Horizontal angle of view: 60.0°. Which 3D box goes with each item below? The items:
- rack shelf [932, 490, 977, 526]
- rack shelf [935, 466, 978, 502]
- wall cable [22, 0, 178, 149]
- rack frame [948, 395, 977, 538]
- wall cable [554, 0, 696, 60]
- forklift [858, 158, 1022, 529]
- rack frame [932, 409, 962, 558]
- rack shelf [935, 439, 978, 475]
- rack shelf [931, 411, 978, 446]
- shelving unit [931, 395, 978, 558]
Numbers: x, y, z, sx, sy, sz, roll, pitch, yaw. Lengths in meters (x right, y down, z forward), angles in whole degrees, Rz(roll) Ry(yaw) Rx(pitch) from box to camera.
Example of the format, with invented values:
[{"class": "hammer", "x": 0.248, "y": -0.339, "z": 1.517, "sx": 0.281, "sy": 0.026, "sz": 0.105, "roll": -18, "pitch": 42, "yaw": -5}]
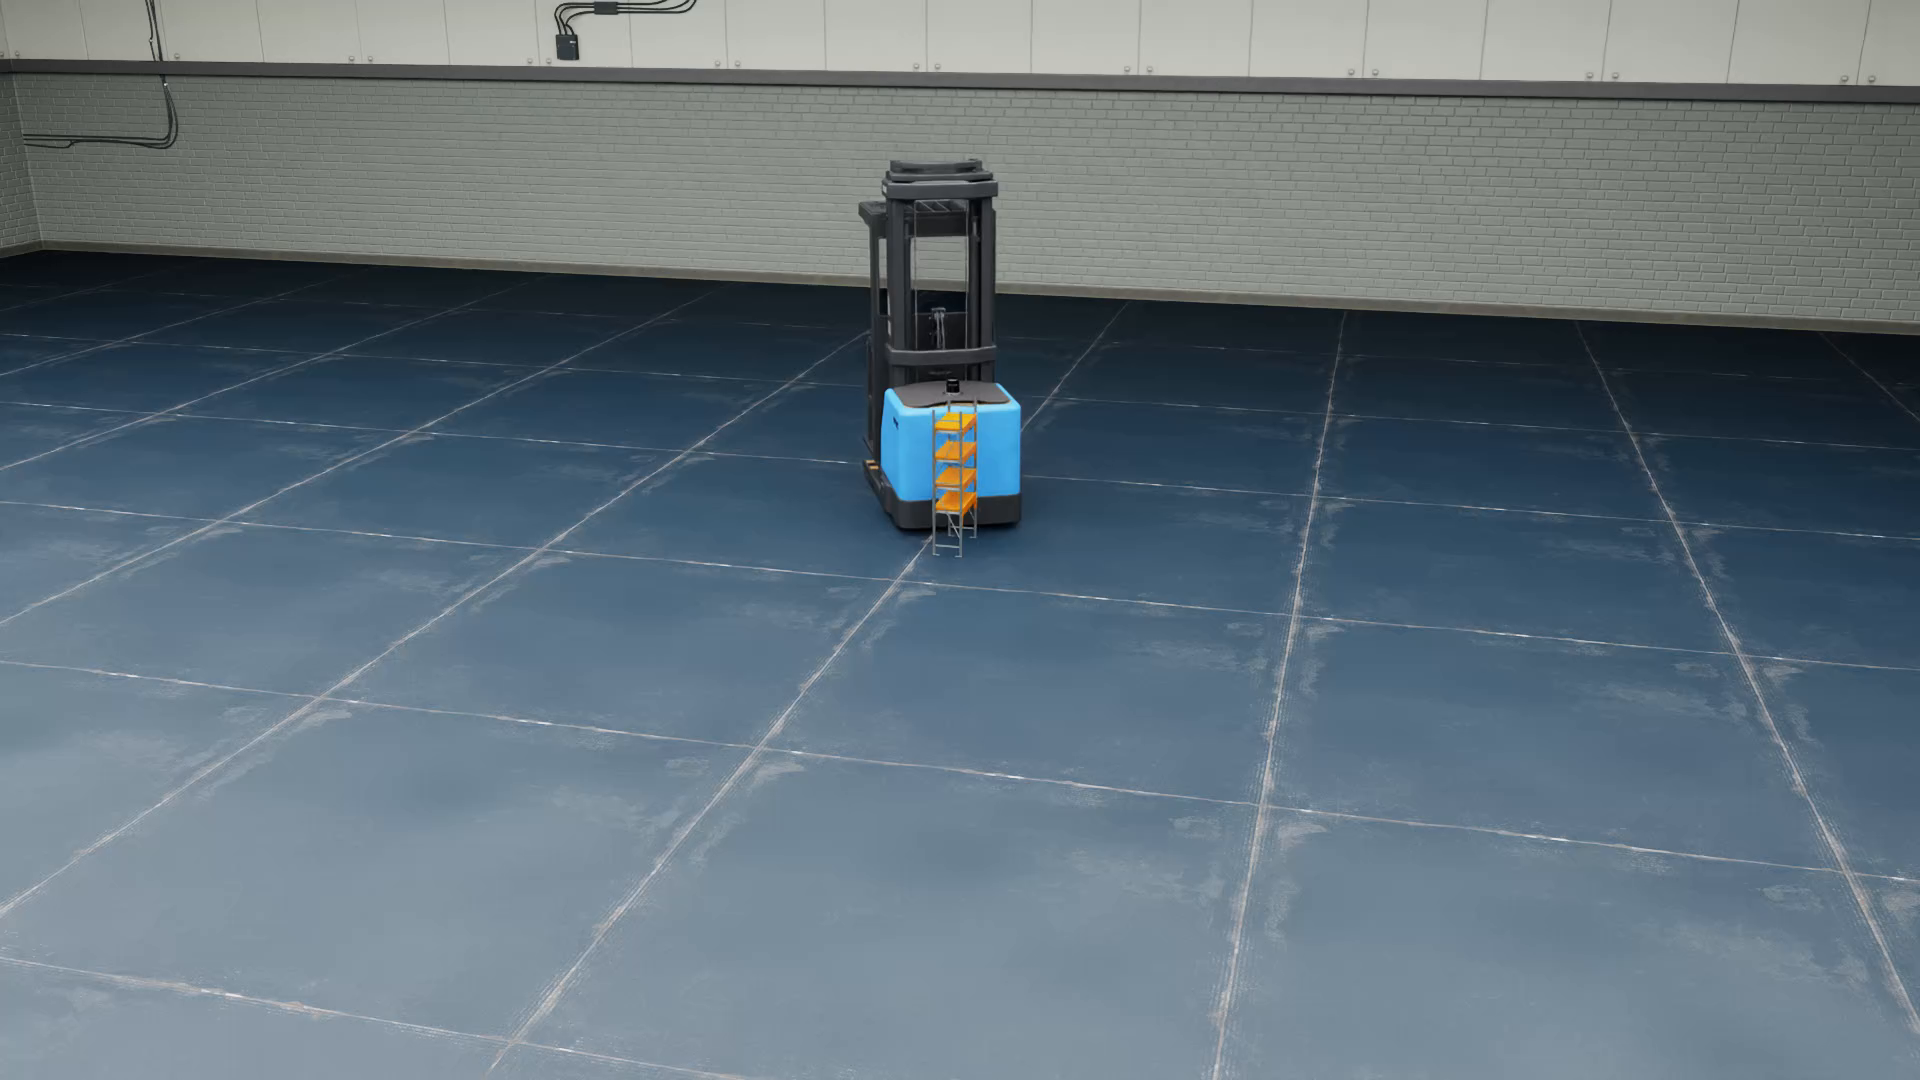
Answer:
[{"class": "rack shelf", "x": -0.040, "y": -0.264, "z": 13.428, "sx": 0.258, "sy": 0.148, "sz": 0.480, "roll": 5, "pitch": 19, "yaw": 13}, {"class": "rack shelf", "x": -0.040, "y": -0.452, "z": 13.363, "sx": 0.258, "sy": 0.148, "sz": 0.480, "roll": 5, "pitch": 19, "yaw": 13}, {"class": "wall cable", "x": -14.048, "y": -7.563, "z": 26.712, "sx": 3.097, "sy": 2.526, "sz": 0.112, "roll": 5, "pitch": 19, "yaw": 13}, {"class": "rack frame", "x": 0.019, "y": -0.592, "z": 13.566, "sx": 0.240, "sy": 1.200, "sz": 0.015, "roll": 5, "pitch": 19, "yaw": 13}, {"class": "wall cable", "x": -4.846, "y": -9.887, "z": 23.451, "sx": 2.305, "sy": 6.003, "sz": 0.169, "roll": 5, "pitch": 19, "yaw": 13}, {"class": "forklift", "x": -0.283, "y": -1.917, "z": 14.766, "sx": 1.130, "sy": 2.935, "sz": 3.031, "roll": -4, "pitch": 19, "yaw": -11}, {"class": "rack frame", "x": -0.100, "y": -0.439, "z": 13.118, "sx": 0.240, "sy": 1.200, "sz": 0.015, "roll": 5, "pitch": 19, "yaw": 13}, {"class": "rack shelf", "x": -0.040, "y": -0.664, "z": 13.291, "sx": 0.258, "sy": 0.148, "sz": 0.480, "roll": 5, "pitch": 19, "yaw": 13}, {"class": "rack shelf", "x": -0.040, "y": -0.888, "z": 13.215, "sx": 0.258, "sy": 0.148, "sz": 0.480, "roll": 5, "pitch": 19, "yaw": 13}, {"class": "shelving unit", "x": -0.040, "y": -0.516, "z": 13.342, "sx": 0.258, "sy": 1.200, "sz": 0.503, "roll": 5, "pitch": 19, "yaw": 13}]
